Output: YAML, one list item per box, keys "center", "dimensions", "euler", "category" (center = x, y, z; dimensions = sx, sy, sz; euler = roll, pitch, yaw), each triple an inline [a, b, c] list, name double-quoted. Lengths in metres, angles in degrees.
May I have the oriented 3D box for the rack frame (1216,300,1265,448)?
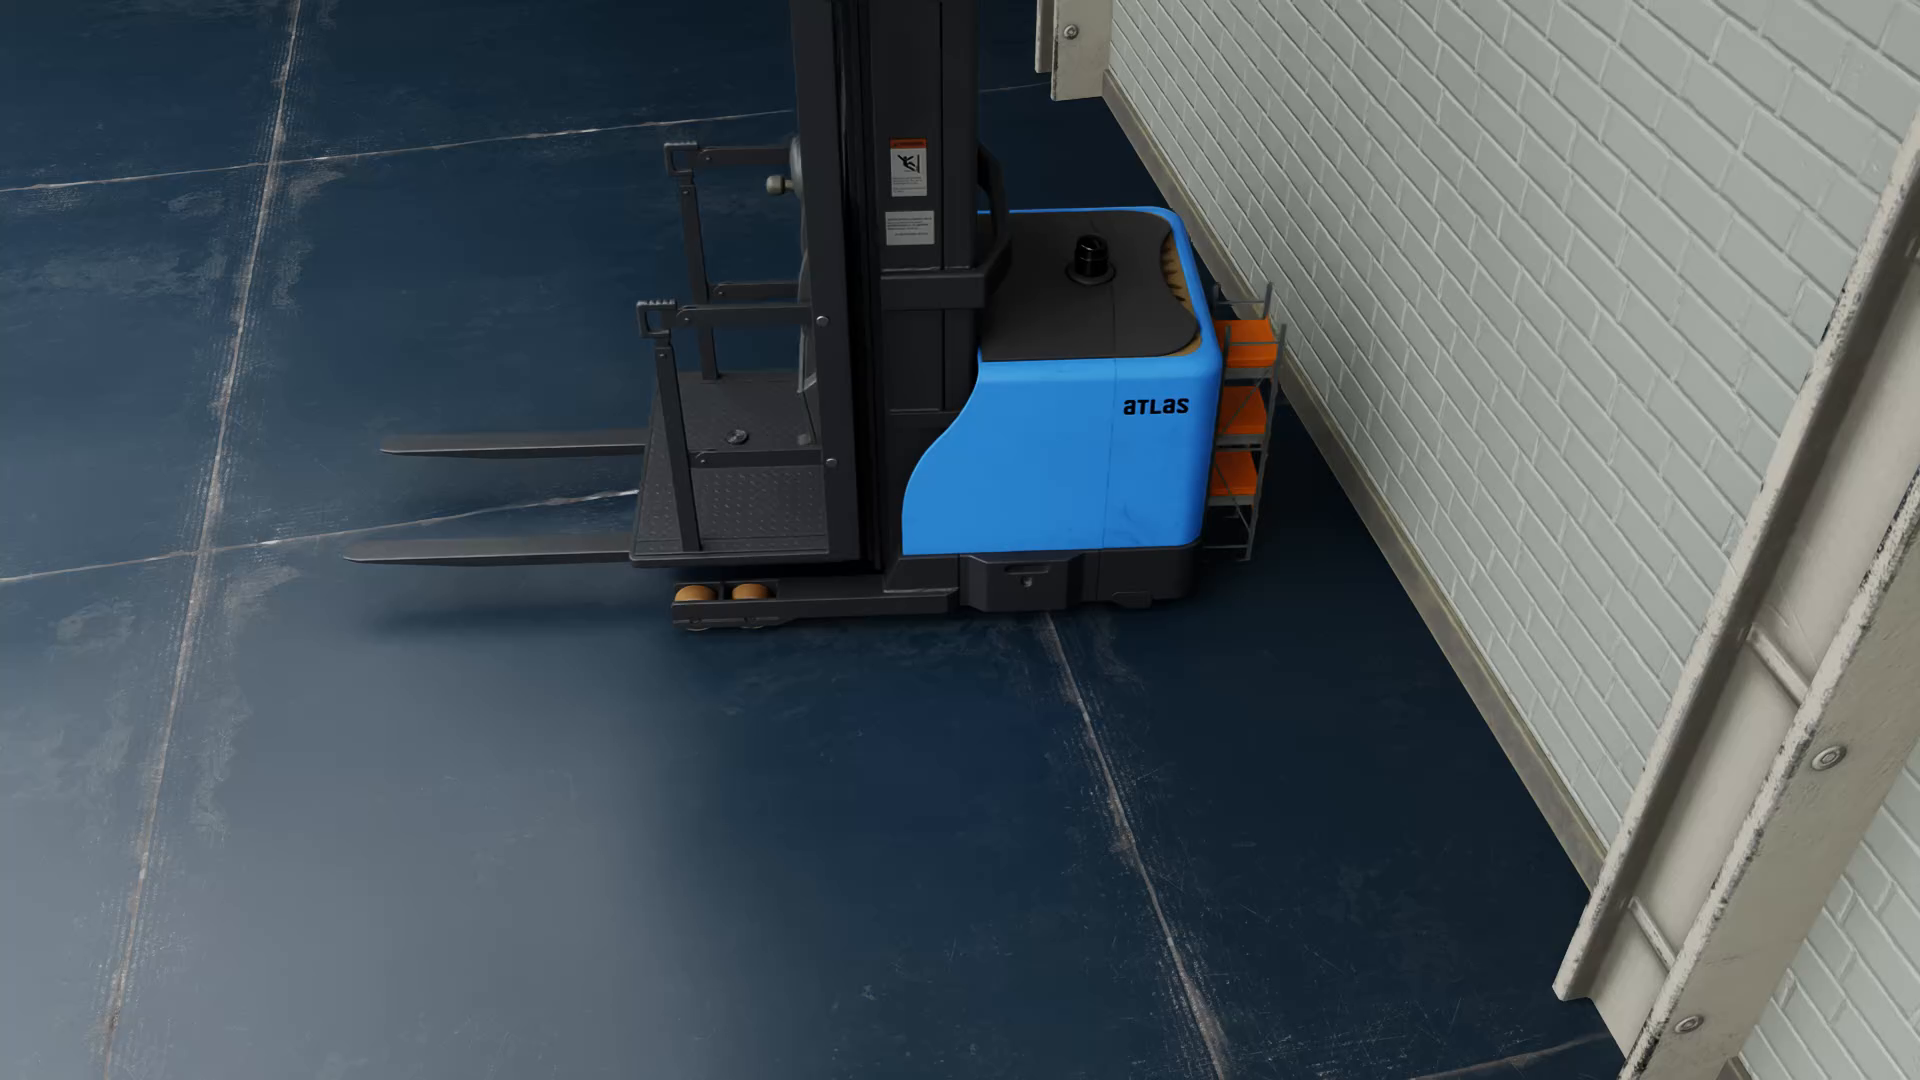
- center: [0.962, -0.476, 5.995]
  dimensions: [0.190, 0.915, 0.003]
  euler: [-2, 42, -2]
  category: "rack frame"

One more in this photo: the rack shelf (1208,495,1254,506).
- center: [0.969, -0.217, 6.062]
  dimensions: [0.166, 0.050, 0.221]
  euler: [-2, 42, -2]
  category: "rack shelf"

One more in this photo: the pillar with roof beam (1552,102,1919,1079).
- center: [-2.303, -1.358, 1.002]
  dimensions: [9.100, 9.000, 0.400]
  euler: [-8, 42, -9]
  category: "pillar with roof beam"

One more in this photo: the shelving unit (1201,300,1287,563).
- center: [0.969, -0.394, 5.903]
  dimensions: [0.215, 1.050, 0.249]
  euler: [-2, 42, -2]
  category: "shelving unit"

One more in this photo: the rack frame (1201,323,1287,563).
- center: [0.974, -0.314, 5.813]
  dimensions: [0.200, 1.050, 0.008]
  euler: [-2, 42, -2]
  category: "rack frame"

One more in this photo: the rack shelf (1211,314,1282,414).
- center: [0.968, -0.599, 5.723]
  dimensions: [0.215, 0.259, 0.240]
  euler: [-2, 42, -2]
  category: "rack shelf"

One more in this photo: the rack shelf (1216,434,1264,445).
- center: [0.968, -0.425, 5.878]
  dimensions: [0.166, 0.050, 0.221]
  euler: [-2, 42, -2]
  category: "rack shelf"
